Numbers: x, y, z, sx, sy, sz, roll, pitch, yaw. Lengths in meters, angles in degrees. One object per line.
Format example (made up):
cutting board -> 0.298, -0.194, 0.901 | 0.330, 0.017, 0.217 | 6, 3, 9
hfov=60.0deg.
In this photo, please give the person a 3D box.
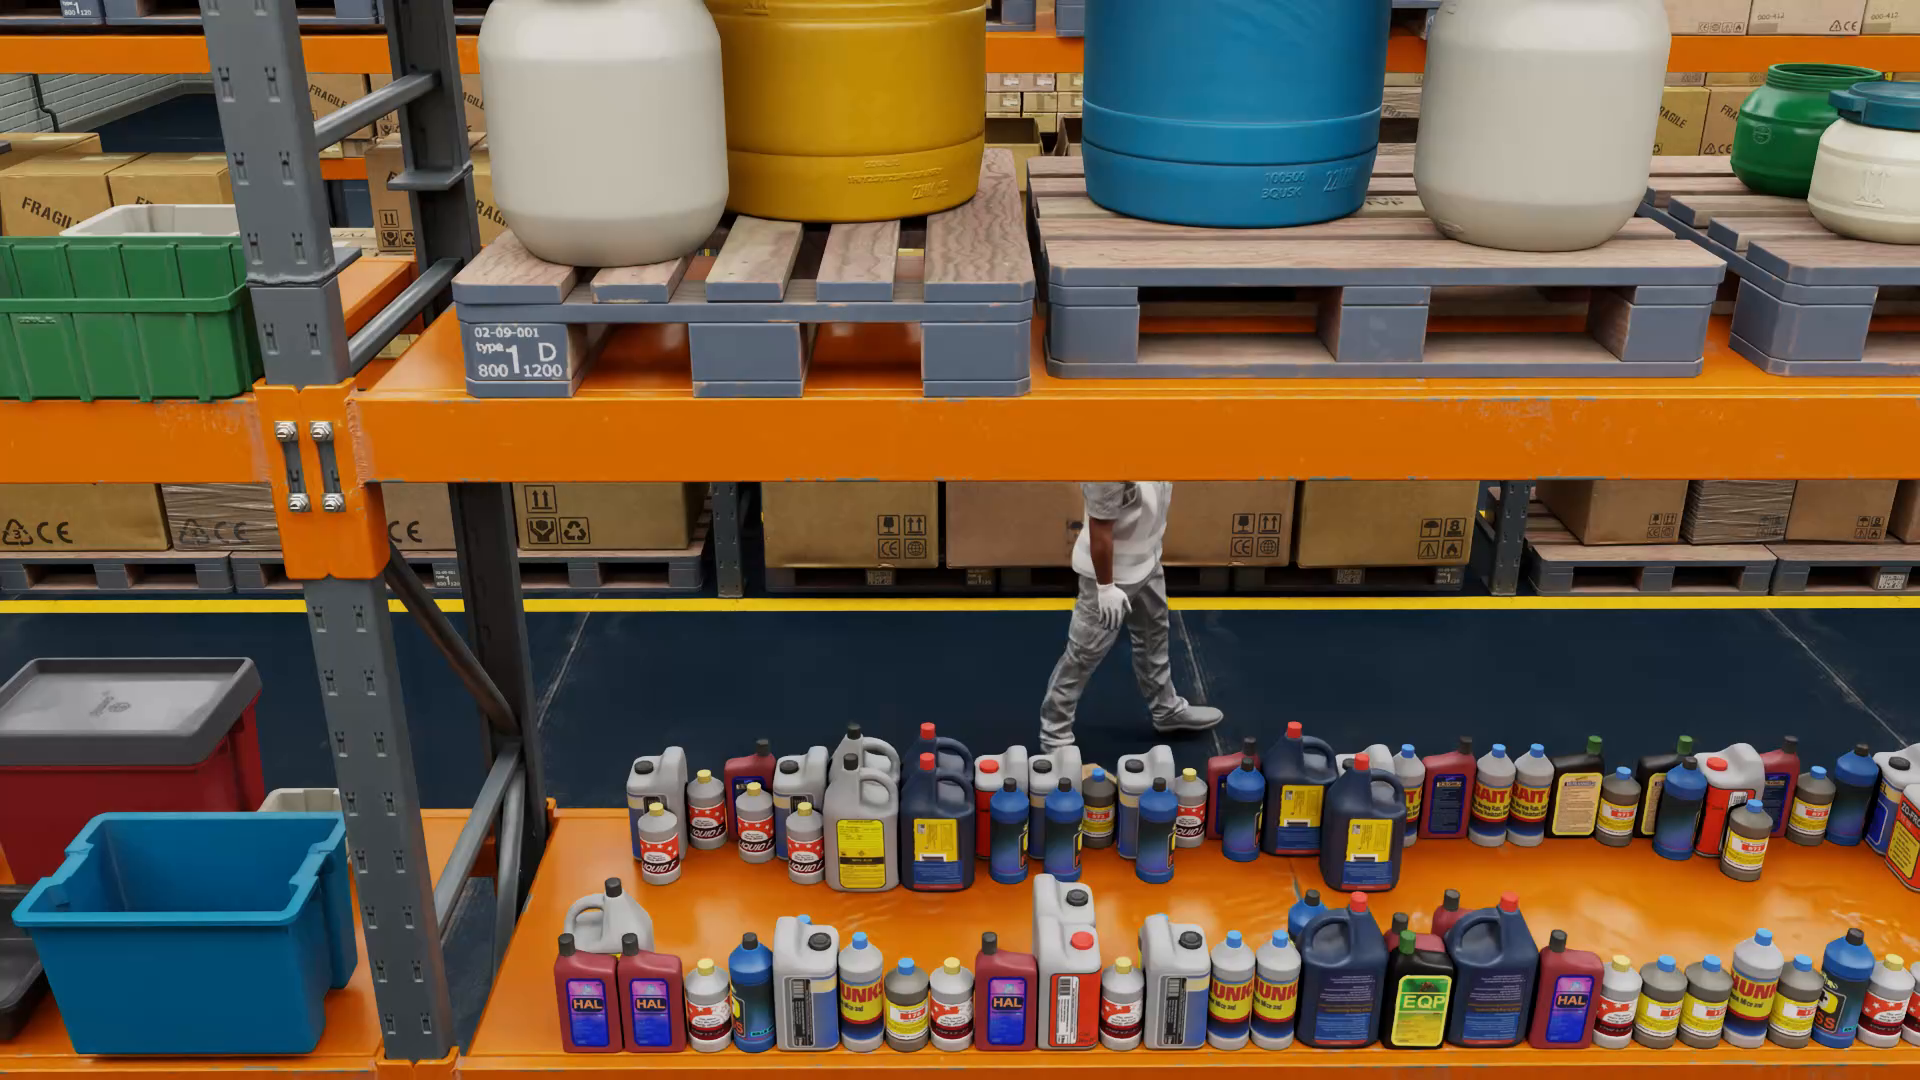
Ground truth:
person -> 0.719, 0.090, 6.825 | 0.673, 1.767, 0.703 | 11, 26, 23
